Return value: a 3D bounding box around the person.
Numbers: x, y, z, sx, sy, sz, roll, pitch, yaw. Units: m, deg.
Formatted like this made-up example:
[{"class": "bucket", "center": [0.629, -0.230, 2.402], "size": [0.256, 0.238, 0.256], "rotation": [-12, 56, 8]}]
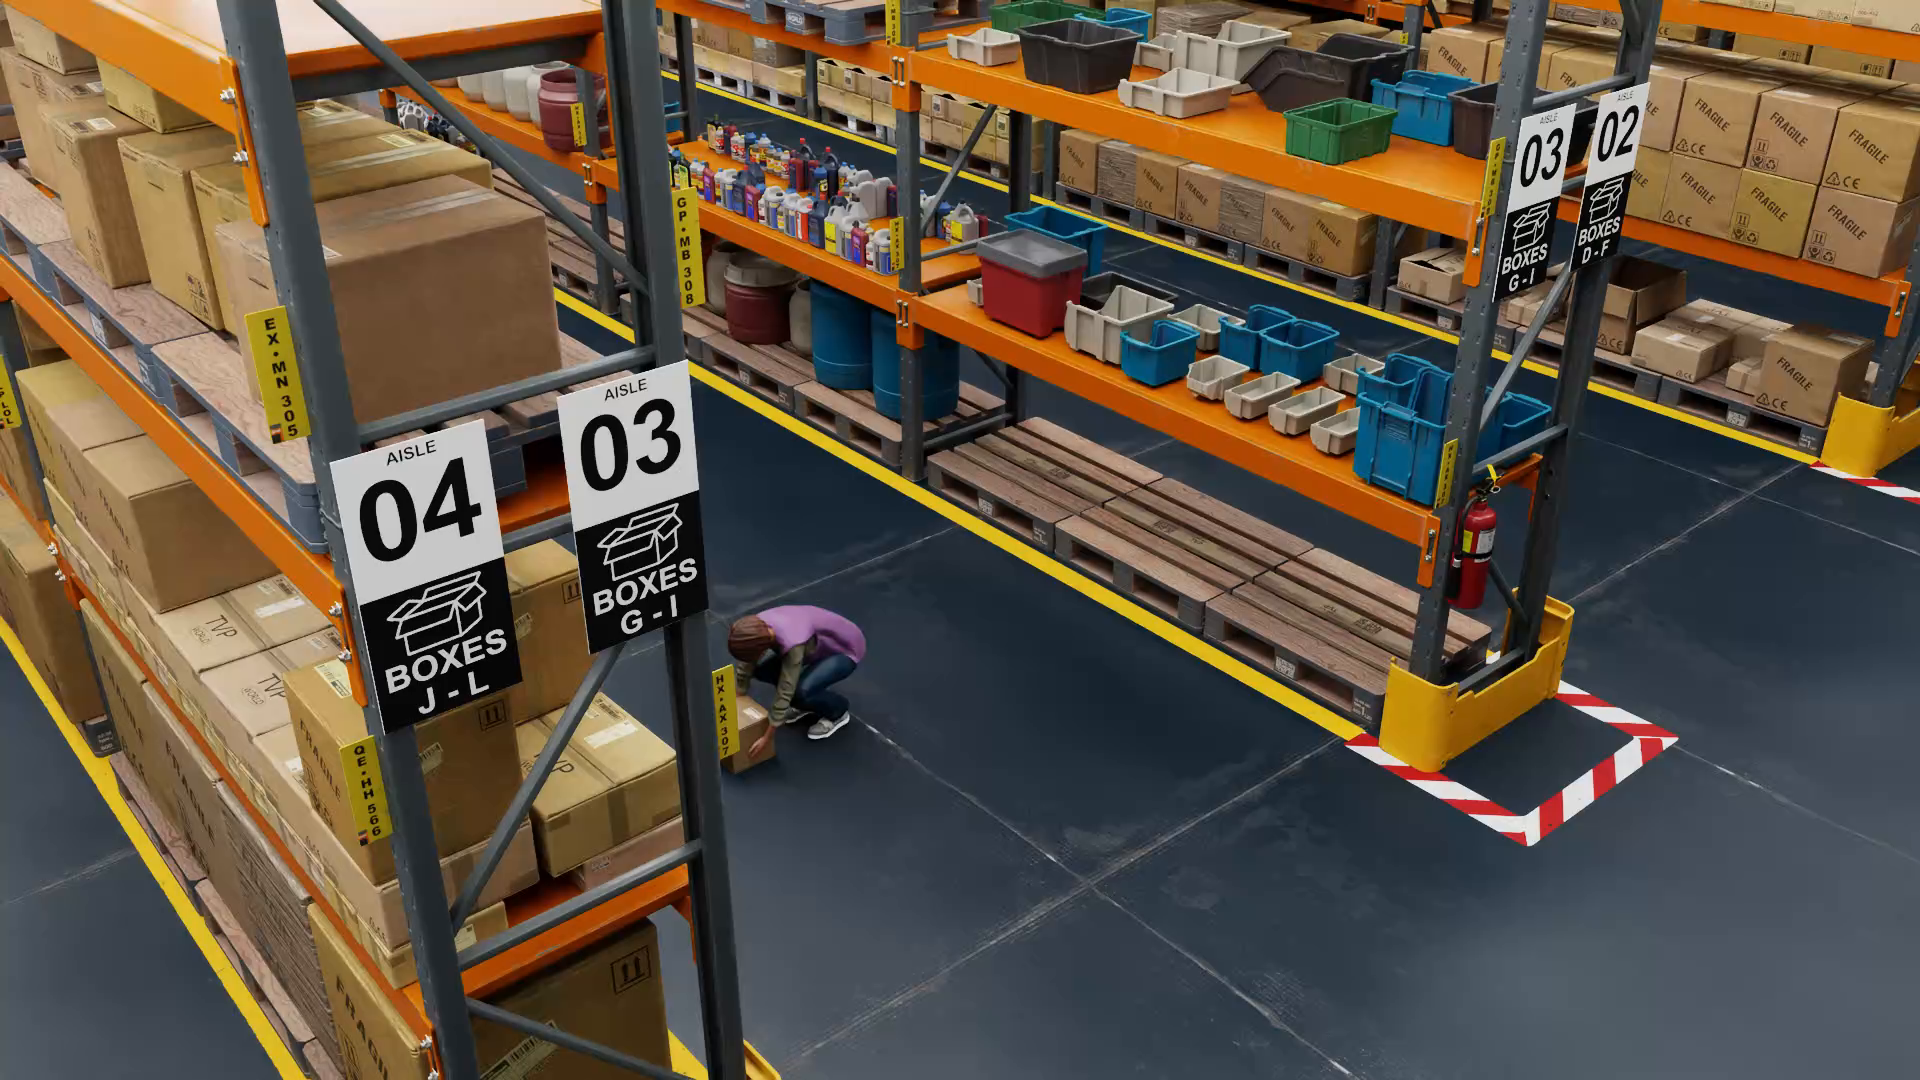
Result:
[{"class": "person", "center": [-0.825, 0.626, 8.328], "size": [0.802, 0.796, 0.431], "rotation": [-22, 36, -35]}]
